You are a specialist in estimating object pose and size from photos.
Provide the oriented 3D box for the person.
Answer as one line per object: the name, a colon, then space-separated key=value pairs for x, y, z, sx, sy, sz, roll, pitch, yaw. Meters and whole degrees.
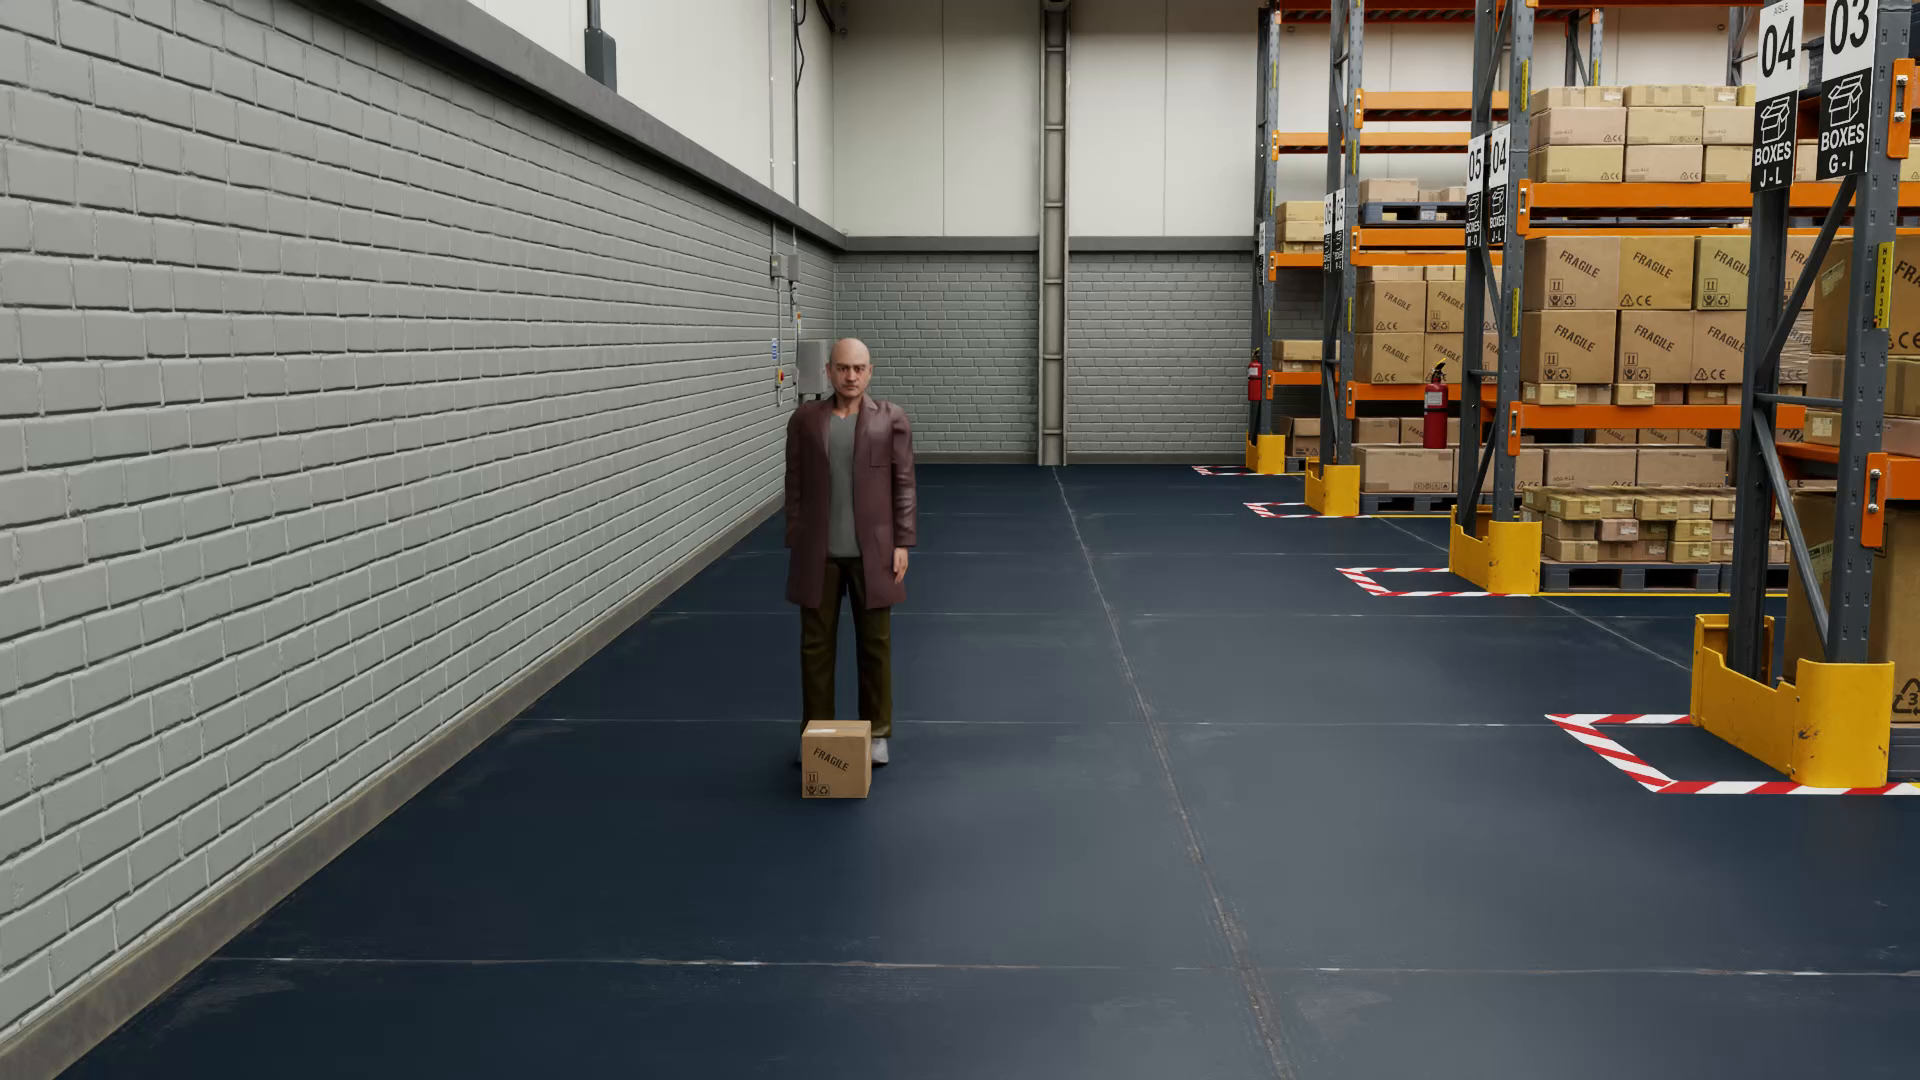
person: x=-0.461 y=0.046 z=6.964 sx=0.561 sy=1.775 sz=0.379 roll=0 pitch=7 yaw=2
